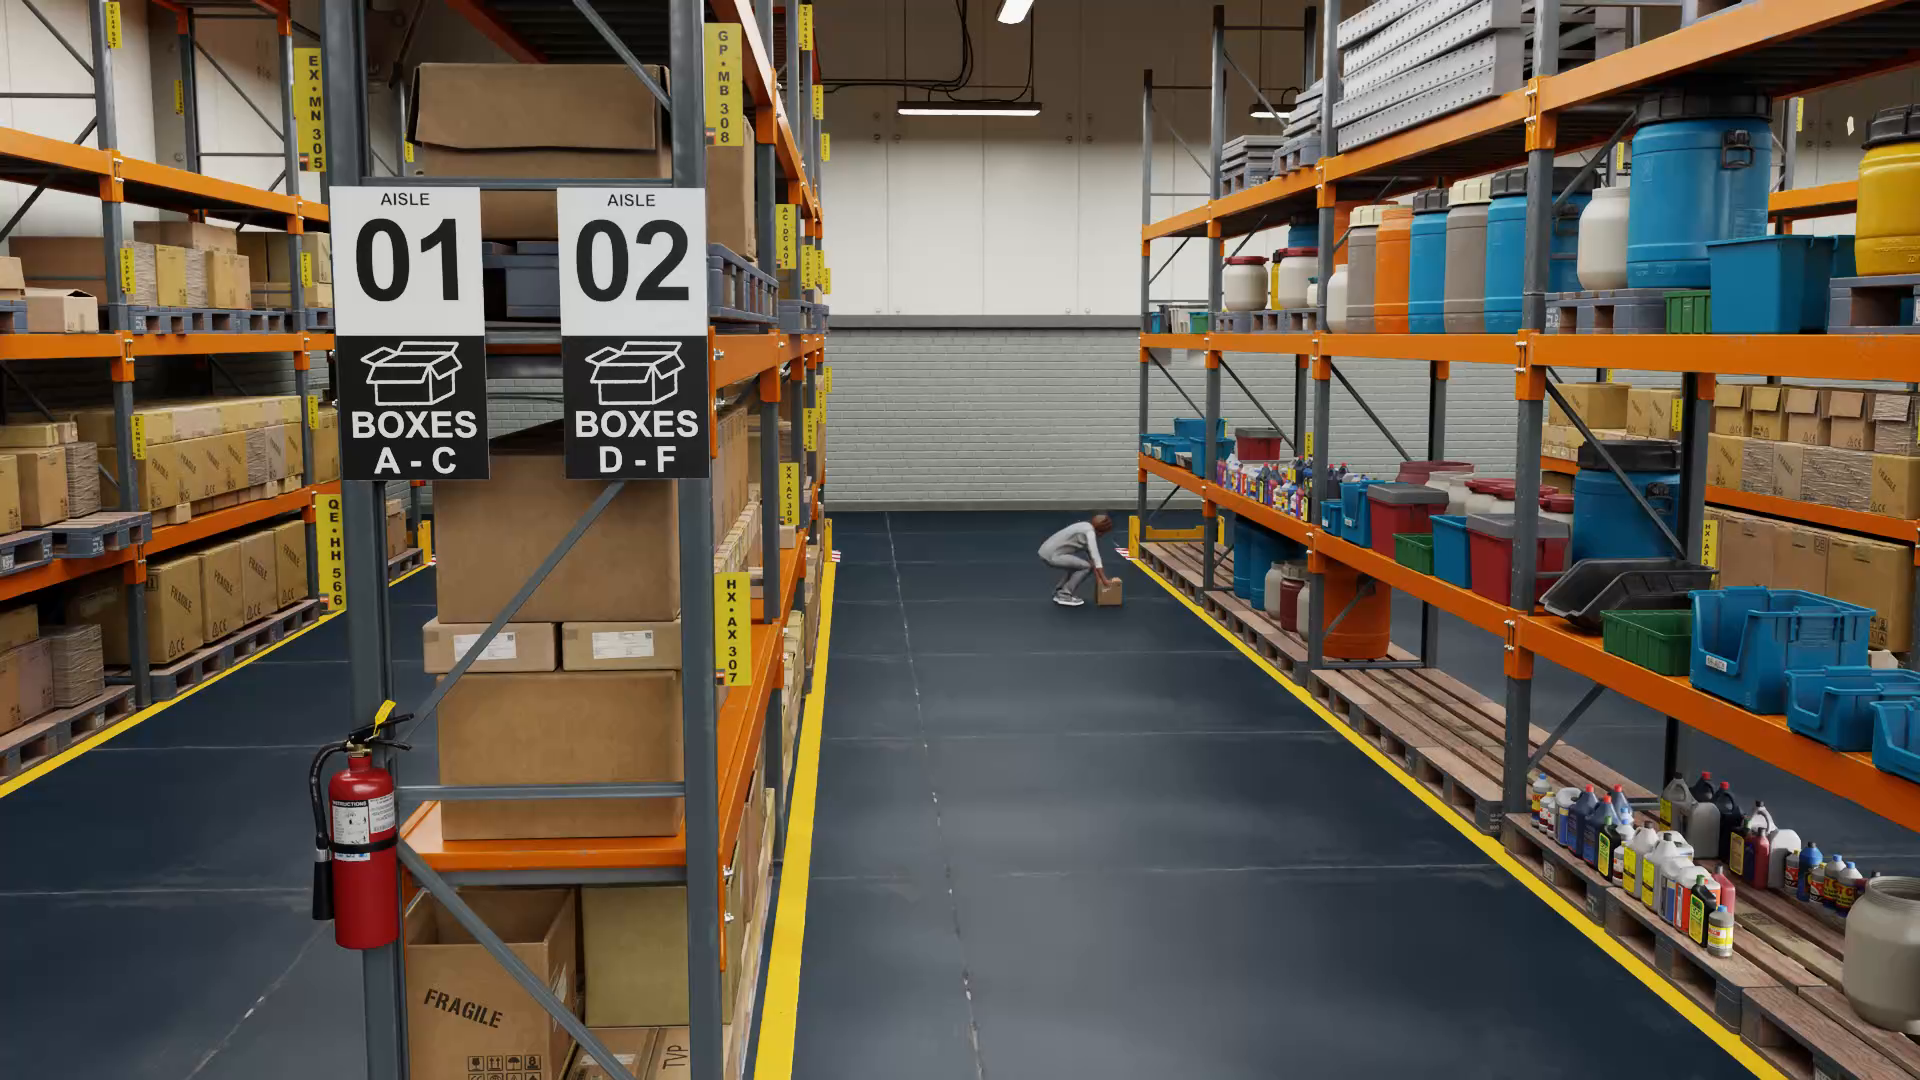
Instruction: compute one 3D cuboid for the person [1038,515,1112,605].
[{"bbox_3d":[1.204,0.202,17.396,0.787,0.928,0.445,0,7,-4],"label":"person"}]
